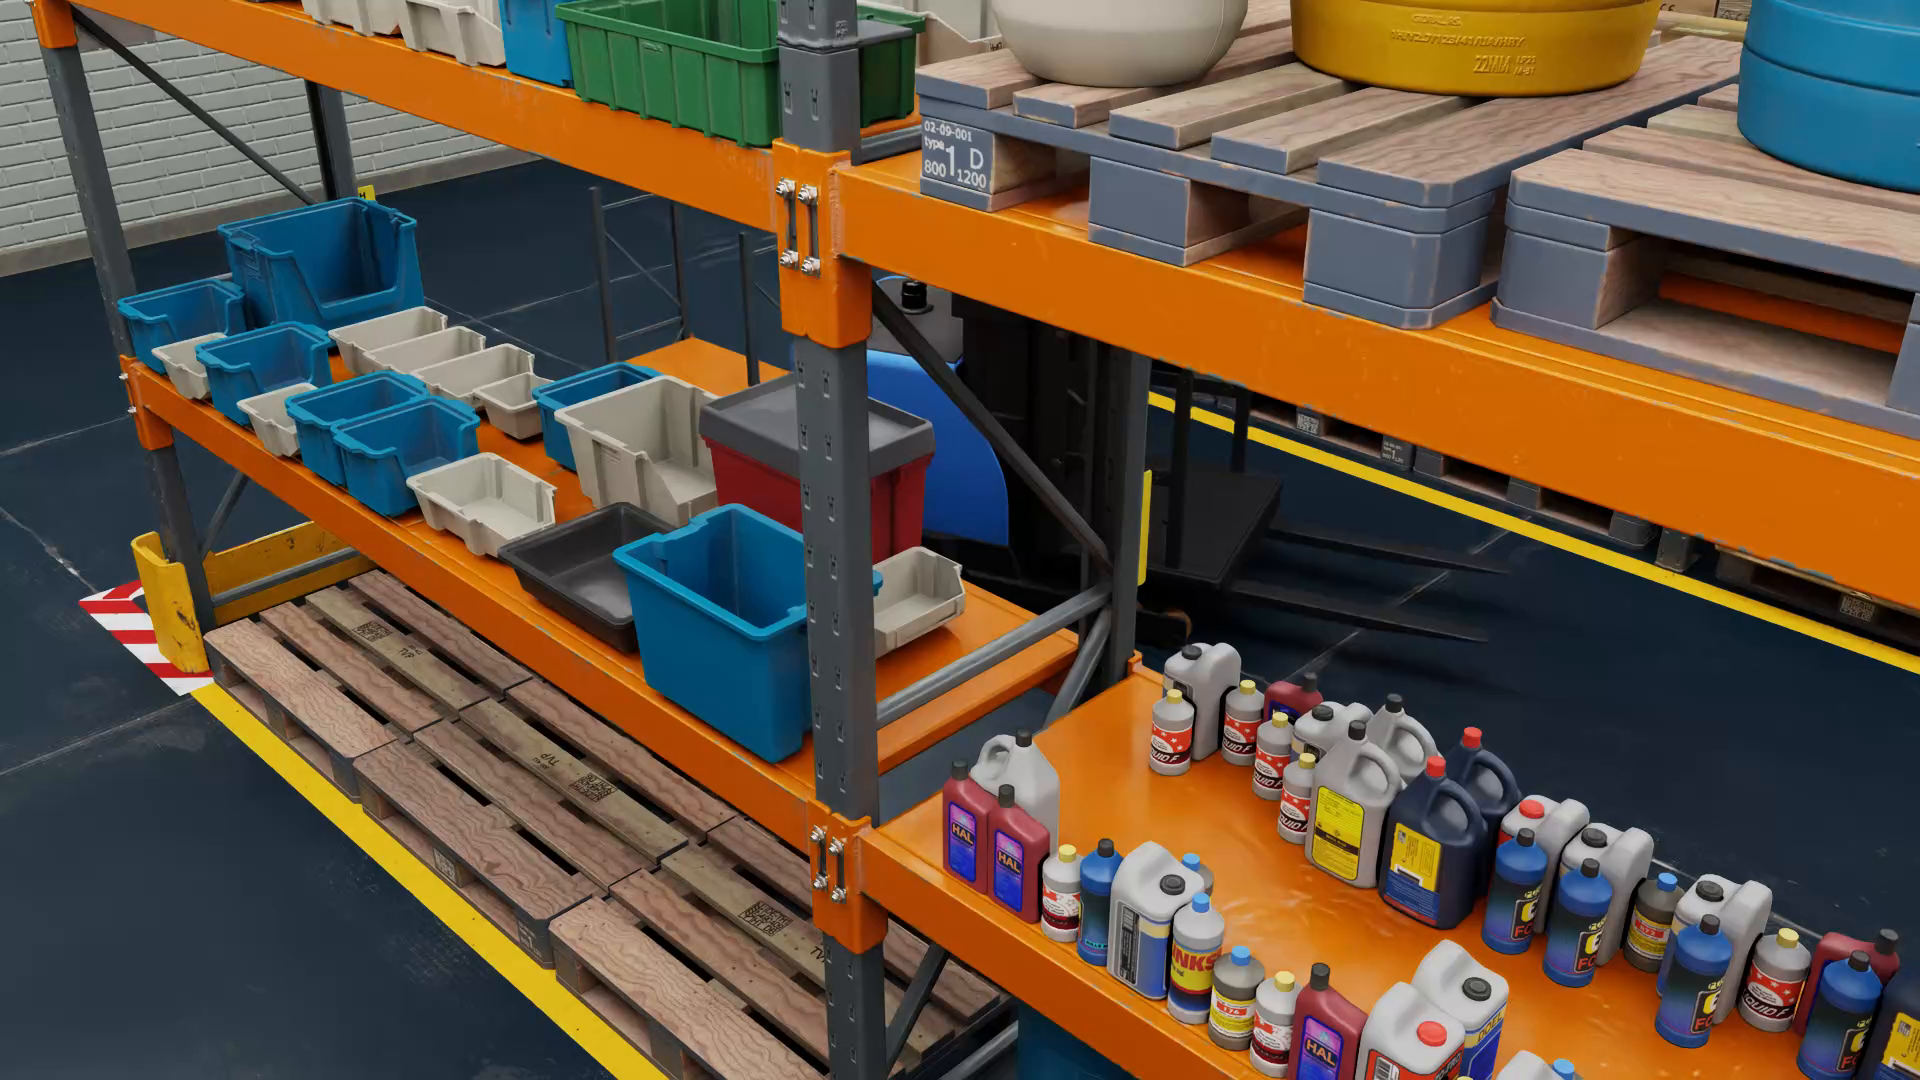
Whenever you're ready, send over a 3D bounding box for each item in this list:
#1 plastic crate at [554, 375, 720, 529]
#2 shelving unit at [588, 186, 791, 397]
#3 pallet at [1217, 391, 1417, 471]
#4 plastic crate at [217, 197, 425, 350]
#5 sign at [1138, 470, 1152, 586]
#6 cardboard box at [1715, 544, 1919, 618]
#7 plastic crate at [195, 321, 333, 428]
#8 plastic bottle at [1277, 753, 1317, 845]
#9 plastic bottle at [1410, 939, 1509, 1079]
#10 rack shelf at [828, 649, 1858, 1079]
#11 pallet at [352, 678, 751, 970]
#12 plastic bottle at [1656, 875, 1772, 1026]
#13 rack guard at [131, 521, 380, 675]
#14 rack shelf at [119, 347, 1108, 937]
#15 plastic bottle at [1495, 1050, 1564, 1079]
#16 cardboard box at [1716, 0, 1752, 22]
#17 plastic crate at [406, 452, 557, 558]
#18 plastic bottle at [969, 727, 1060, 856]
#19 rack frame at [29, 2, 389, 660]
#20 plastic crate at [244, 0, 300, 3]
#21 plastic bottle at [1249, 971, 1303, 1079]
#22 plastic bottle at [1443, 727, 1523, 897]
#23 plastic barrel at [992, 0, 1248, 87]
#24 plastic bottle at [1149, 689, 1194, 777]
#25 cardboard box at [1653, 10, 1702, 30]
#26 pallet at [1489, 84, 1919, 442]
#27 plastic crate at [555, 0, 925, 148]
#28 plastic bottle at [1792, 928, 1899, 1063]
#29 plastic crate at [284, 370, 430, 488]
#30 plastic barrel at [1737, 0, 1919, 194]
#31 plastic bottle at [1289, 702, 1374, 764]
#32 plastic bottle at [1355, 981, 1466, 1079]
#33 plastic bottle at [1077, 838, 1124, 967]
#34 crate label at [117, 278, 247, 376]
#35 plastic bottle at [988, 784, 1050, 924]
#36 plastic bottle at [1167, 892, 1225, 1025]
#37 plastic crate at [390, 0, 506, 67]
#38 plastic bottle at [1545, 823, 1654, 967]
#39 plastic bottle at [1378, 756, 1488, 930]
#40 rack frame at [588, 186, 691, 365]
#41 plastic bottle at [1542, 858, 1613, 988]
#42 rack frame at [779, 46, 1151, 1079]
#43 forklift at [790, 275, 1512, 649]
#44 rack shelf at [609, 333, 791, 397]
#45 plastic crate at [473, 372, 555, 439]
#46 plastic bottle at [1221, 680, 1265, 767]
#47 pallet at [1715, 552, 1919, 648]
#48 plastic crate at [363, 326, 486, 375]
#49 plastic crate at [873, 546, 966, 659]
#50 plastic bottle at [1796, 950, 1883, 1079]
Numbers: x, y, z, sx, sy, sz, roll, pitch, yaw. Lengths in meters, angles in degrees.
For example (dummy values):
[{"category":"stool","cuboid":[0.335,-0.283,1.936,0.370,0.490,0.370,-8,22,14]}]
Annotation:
[{"category":"plastic crate","cuboid":[-0.896,-0.246,5.059,0.530,0.282,0.437,25,36,38]},{"category":"shelving unit","cuboid":[-1.142,-0.868,7.790,1.083,1.500,0.587,22,35,36]},{"category":"pallet","cuboid":[2.174,-0.795,9.035,1.213,0.211,1.003,25,36,38]},{"category":"plastic crate","cuboid":[-2.419,-1.013,6.351,0.499,0.435,0.616,25,36,38]},{"category":"sign","cuboid":[0.450,-0.017,4.263,0.005,0.325,0.100,25,36,38]},{"category":"cardboard box","cuboid":[4.006,-0.400,7.119,0.875,0.875,1.225,25,36,39]},{"category":"plastic crate","cuboid":[-2.374,-0.566,5.719,0.300,0.233,0.416,25,36,38]},{"category":"plastic bottle","cuboid":[0.757,0.563,3.670,0.097,0.201,0.097,0,28,0]},{"category":"plastic bottle","cuboid":[0.893,0.871,3.004,0.135,0.276,0.152,25,36,38]},{"category":"rack shelf","cuboid":[1.489,1.258,2.907,4.000,0.370,1.077,25,36,38]},{"category":"pallet","cuboid":[-1.362,0.896,5.819,1.213,0.211,1.003,25,36,38]},{"category":"plastic bottle","cuboid":[1.452,0.767,3.202,0.135,0.276,0.152,25,36,38]},{"category":"rack guard","cuboid":[-2.815,0.085,7.052,0.348,0.500,1.175,25,36,38]},{"category":"rack shelf","cuboid":[-1.363,-0.047,5.390,4.000,0.370,1.077,25,36,38]},{"category":"plastic bottle","cuboid":[0.952,0.997,2.764,0.135,0.276,0.152,25,36,38]},{"category":"cardboard box","cuboid":[5.467,-3.718,11.171,0.500,0.500,0.500,23,36,37]},{"category":"plastic crate","cuboid":[-1.389,-0.091,4.919,0.466,0.136,0.293,25,36,38]},{"category":"plastic bottle","cuboid":[0.116,0.544,3.545,0.185,0.351,0.144,25,36,38]},{"category":"rack frame","cuboid":[-2.789,-1.018,6.463,0.127,3.000,1.000,25,36,38]},{"category":"plastic crate","cuboid":[-1.892,-1.729,4.658,0.767,0.338,0.504,25,36,38]},{"category":"plastic bottle","cuboid":[0.590,0.882,3.063,0.097,0.201,0.097,0,28,0]},{"category":"plastic bottle","cuboid":[1.080,0.560,3.514,0.185,0.351,0.144,25,36,38]},{"category":"plastic barrel","cuboid":[0.263,-1.032,2.669,0.433,0.535,0.433,0,28,0]},{"category":"plastic bottle","cuboid":[0.497,0.444,3.897,0.097,0.201,0.097,0,28,0]},{"category":"cardboard box","cuboid":[3.028,-2.158,7.667,0.500,0.500,0.500,25,36,38]},{"category":"pallet","cuboid":[1.502,-0.365,2.200,1.213,0.211,1.003,25,36,38]},{"category":"plastic crate","cuboid":[-0.451,-0.985,3.404,0.662,0.188,0.450,25,36,38]},{"category":"plastic bottle","cuboid":[1.649,0.824,3.086,0.133,0.283,0.061,25,36,38]},{"category":"plastic crate","cuboid":[-1.905,-0.351,5.310,0.300,0.233,0.416,25,36,38]},{"category":"plastic barrel","cuboid":[1.388,-0.942,2.106,0.708,0.901,0.600,25,36,38]},{"category":"plastic bottle","cuboid":[0.831,0.482,3.743,0.135,0.276,0.152,25,36,38]},{"category":"plastic bottle","cuboid":[0.787,0.922,2.908,0.135,0.276,0.152,25,36,38]},{"category":"plastic bottle","cuboid":[0.285,0.712,3.311,0.097,0.271,0.097,0,28,0]},{"category":"crate label","cuboid":[-2.844,-0.781,6.127,0.303,0.233,0.416,25,36,38]},{"category":"plastic bottle","cuboid":[0.121,0.643,3.429,0.133,0.283,0.061,25,36,38]},{"category":"plastic bottle","cuboid":[0.451,0.788,3.167,0.097,0.271,0.097,0,28,0]},{"category":"plastic crate","cuboid":[-1.110,-1.213,3.893,0.466,0.136,0.293,25,36,38]},{"category":"plastic bottle","cuboid":[1.287,0.691,3.346,0.135,0.276,0.152,25,36,38]},{"category":"plastic bottle","cuboid":[0.979,0.608,3.423,0.185,0.351,0.144,25,36,38]},{"category":"rack frame","cuboid":[-1.517,-1.022,8.082,0.032,1.500,0.500,22,35,36]},{"category":"plastic bottle","cuboid":[1.213,0.740,3.257,0.097,0.271,0.097,0,28,0]},{"category":"rack frame","cuboid":[0.063,0.287,3.981,0.127,3.000,1.000,25,36,38]},{"category":"forklift","cuboid":[0.821,-1.129,6.747,3.031,2.935,1.130,12,30,21]},{"category":"rack shelf","cuboid":[-1.135,-0.706,7.868,1.000,0.185,0.538,22,35,36]},{"category":"plastic crate","cuboid":[-1.444,-0.449,5.601,0.250,0.136,0.298,25,36,38]},{"category":"plastic bottle","cuboid":[0.673,0.425,3.932,0.097,0.201,0.097,0,28,0]},{"category":"pallet","cuboid":[4.139,0.104,7.325,1.213,0.211,1.003,25,36,38]},{"category":"plastic crate","cuboid":[-1.884,-0.623,5.930,0.243,0.136,0.396,25,36,38]},{"category":"plastic crate","cuboid":[-0.168,0.178,4.408,0.243,0.136,0.396,25,36,38]},{"category":"plastic bottle","cuboid":[1.607,0.861,3.028,0.097,0.271,0.097,0,28,0]}]
